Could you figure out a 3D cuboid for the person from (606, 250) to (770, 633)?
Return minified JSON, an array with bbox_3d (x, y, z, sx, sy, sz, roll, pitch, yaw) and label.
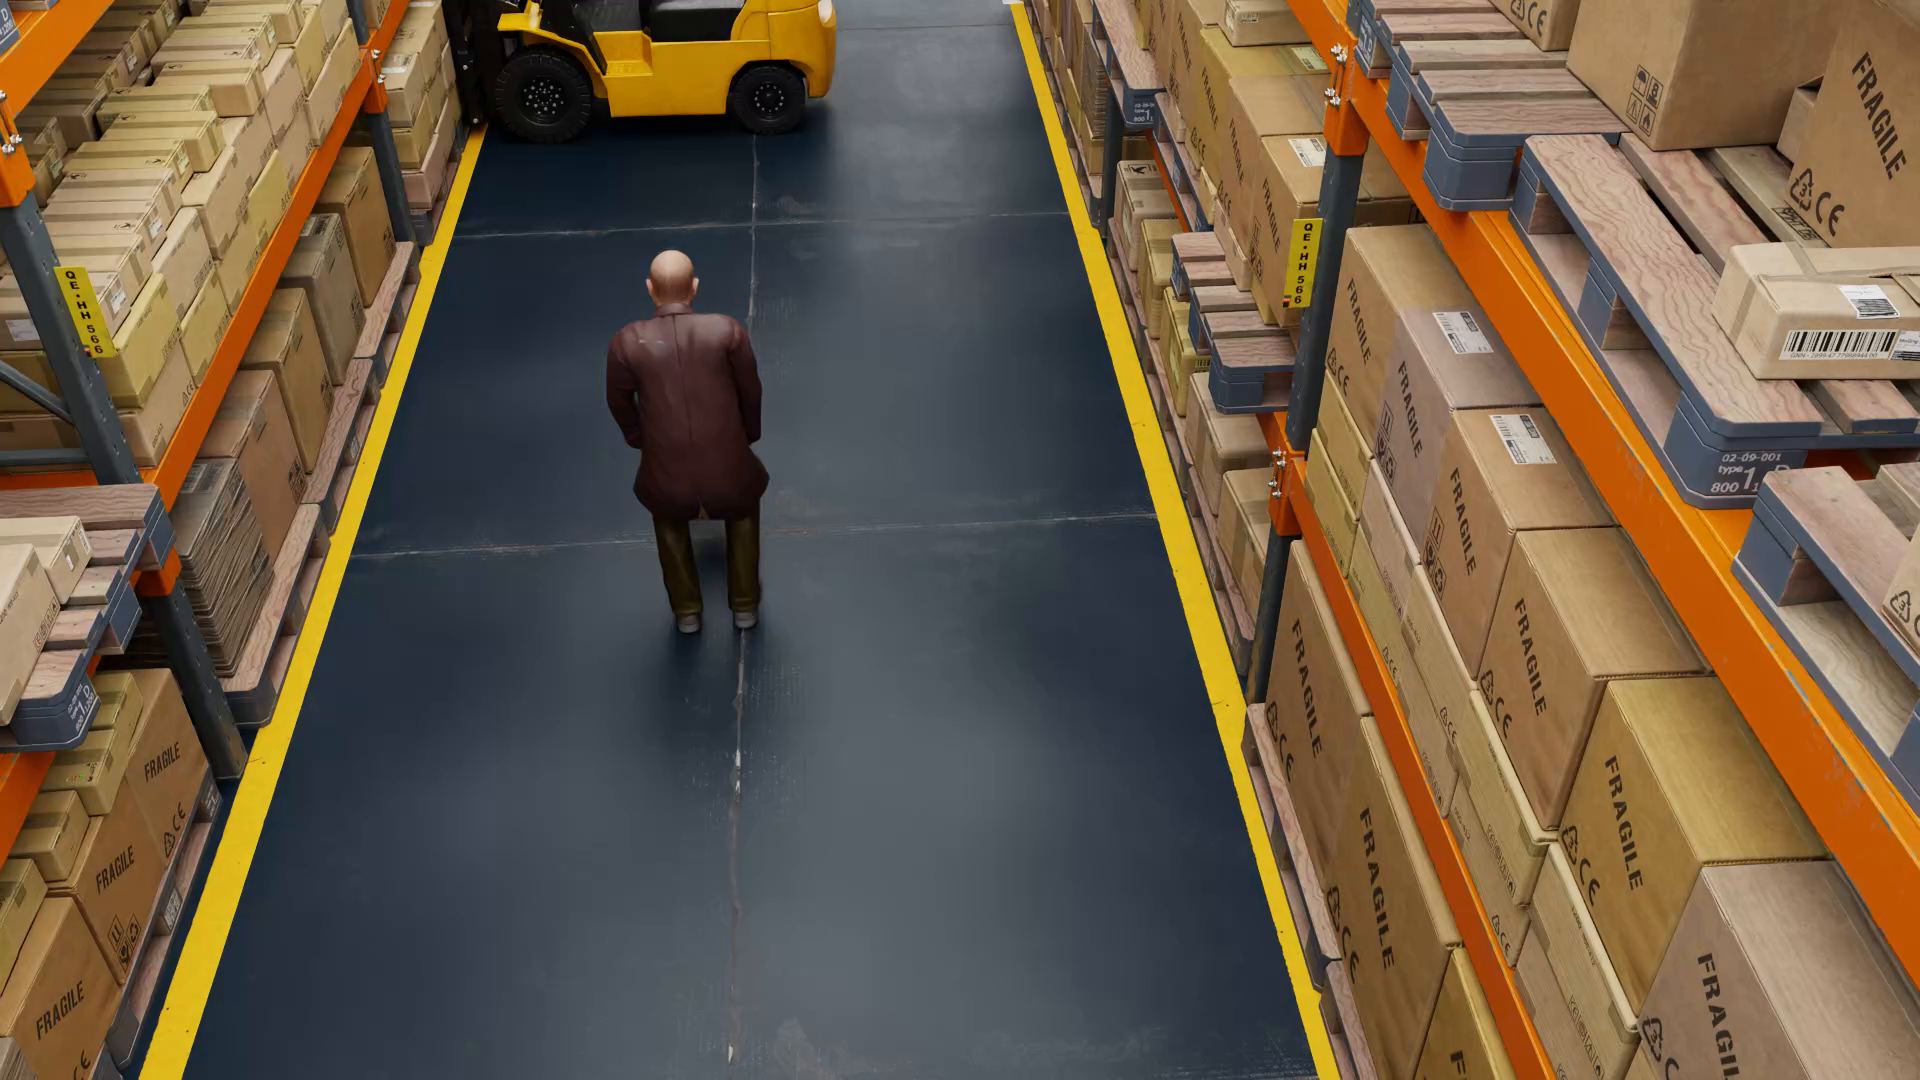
[{"bbox_3d":[-1.086,-0.351,6.714,0.611,1.654,0.515,-2,39,-3],"label":"person"}]
